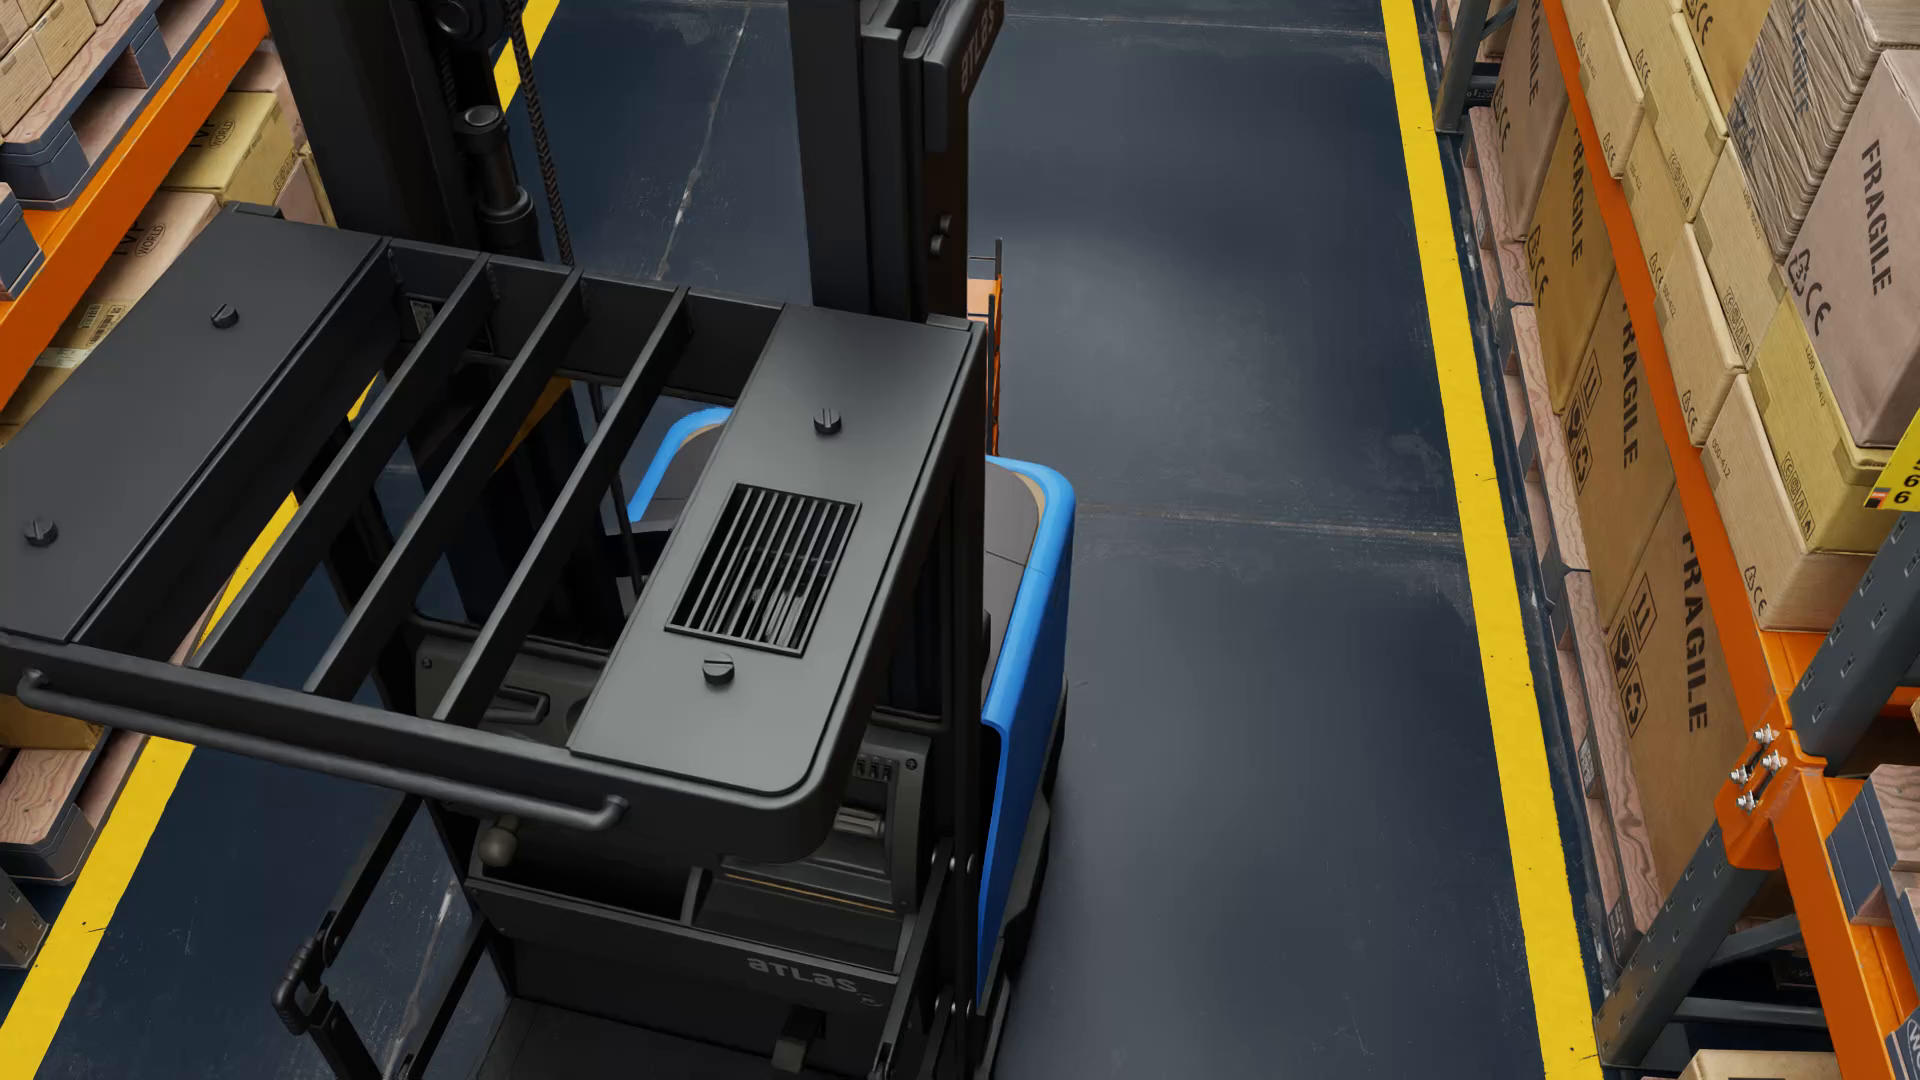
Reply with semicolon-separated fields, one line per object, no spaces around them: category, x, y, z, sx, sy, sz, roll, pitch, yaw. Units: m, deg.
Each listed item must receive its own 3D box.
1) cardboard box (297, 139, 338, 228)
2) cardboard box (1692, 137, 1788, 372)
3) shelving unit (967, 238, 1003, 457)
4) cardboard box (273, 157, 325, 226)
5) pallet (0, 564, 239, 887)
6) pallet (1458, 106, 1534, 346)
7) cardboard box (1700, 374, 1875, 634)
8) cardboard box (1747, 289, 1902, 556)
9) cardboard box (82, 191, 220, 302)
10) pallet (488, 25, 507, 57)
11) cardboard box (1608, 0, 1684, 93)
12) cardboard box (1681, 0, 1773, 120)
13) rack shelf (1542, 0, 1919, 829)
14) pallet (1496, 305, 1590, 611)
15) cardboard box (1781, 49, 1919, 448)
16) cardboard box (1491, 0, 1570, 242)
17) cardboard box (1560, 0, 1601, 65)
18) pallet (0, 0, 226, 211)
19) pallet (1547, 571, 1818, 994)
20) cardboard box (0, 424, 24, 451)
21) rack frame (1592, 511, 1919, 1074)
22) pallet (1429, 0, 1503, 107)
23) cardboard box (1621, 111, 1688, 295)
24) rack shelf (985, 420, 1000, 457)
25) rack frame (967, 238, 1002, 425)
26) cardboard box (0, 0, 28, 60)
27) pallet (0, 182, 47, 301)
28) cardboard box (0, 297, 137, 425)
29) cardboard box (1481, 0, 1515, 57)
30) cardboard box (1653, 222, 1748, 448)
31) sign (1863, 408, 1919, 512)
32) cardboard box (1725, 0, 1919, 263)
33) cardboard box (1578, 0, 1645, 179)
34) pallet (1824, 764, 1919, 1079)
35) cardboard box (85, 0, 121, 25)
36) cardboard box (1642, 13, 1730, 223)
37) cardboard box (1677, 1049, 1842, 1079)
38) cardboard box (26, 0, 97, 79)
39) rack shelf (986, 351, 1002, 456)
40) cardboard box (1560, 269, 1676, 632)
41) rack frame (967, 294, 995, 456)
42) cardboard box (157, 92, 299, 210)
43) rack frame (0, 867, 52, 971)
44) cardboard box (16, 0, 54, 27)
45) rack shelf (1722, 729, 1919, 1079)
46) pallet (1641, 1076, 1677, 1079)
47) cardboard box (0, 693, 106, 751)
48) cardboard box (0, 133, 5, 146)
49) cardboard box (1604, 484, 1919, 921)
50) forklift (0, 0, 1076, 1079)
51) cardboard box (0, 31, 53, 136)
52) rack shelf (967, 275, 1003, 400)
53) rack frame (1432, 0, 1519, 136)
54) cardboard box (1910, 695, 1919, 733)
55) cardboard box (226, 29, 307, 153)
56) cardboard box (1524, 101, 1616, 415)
cardboard box;-2.368;-1.293;5.809;0.500;0.500;0.500;3;48;3
cardboard box;1.904;-0.602;3.531;0.500;0.250;0.500;3;48;3
shelving unit;0.005;-0.394;4.899;0.215;1.050;0.252;4;48;4
cardboard box;-2.419;-0.916;5.464;0.500;0.500;0.500;3;48;3
pallet;-2.796;0.374;4.765;1.003;0.211;1.213;4;48;4
pallet;2.439;-1.160;6.168;1.003;0.211;1.213;4;48;4
cardboard box;1.857;-0.073;3.385;0.500;0.250;0.500;2;48;2
cardboard box;1.861;-0.225;3.186;0.500;0.250;0.500;4;48;3
cardboard box;-2.461;-0.770;4.823;0.500;0.250;0.500;4;48;4
pallet;-2.478;-2.487;7.382;1.003;0.211;1.213;4;48;4
cardboard box;1.977;-1.362;4.225;0.500;0.250;0.500;3;48;2
cardboard box;1.947;-1.245;3.611;0.500;0.500;0.500;4;48;4
rack shelf;2.252;-0.961;4.584;1.077;0.370;4.000;4;48;4
pallet;2.331;-0.262;5.346;1.003;0.211;1.213;4;48;4
cardboard box;1.857;-0.503;2.932;0.500;0.500;0.500;3;48;2
cardboard box;2.458;-1.637;5.870;0.875;0.875;0.875;5;48;5
cardboard box;2.023;-1.562;4.747;0.500;0.250;0.500;4;48;3
pallet;-2.729;-1.386;4.615;1.003;0.211;1.213;4;48;4
pallet;2.217;0.633;4.528;1.003;0.211;1.213;4;48;4
cardboard box;-2.565;-0.035;4.150;0.500;0.250;0.500;2;48;2
rack frame;2.070;0.266;2.974;1.000;3.000;0.127;4;48;4
pallet;2.582;-2.286;7.198;1.003;0.211;1.213;4;48;4
cardboard box;1.950;-0.818;4.067;0.500;0.250;0.500;3;48;3
rack shelf;0.005;-0.199;5.111;0.215;0.259;0.240;4;48;4
rack frame;0.016;-0.483;4.981;0.200;1.050;0.008;4;48;4
cardboard box;-2.535;-1.256;4.050;0.380;0.149;0.250;4;48;4
pallet;-2.910;-0.459;3.767;1.213;0.211;1.003;4;48;4
cardboard box;-2.519;-0.407;4.491;0.500;0.250;0.500;3;48;3
cardboard box;2.599;-2.405;6.868;0.875;0.438;0.875;3;48;3
cardboard box;1.888;-0.449;3.730;0.500;0.250;0.500;5;48;4
sign;1.517;-0.160;2.579;0.100;0.325;0.005;4;48;4
cardboard box;1.895;-0.881;3.277;0.500;0.500;0.500;5;48;4
cardboard box;1.969;-1.195;4.412;0.500;0.250;0.500;3;48;3
pallet;2.111;0.861;2.559;1.213;0.211;1.003;4;48;4
cardboard box;-2.483;-1.531;4.503;0.380;0.149;0.250;2;48;2
cardboard box;1.930;-0.980;3.876;0.500;0.250;0.500;3;48;3
cardboard box;2.008;1.425;3.410;0.950;0.372;0.625;1;48;1
cardboard box;-2.508;-1.340;4.328;0.380;0.149;0.250;4;48;4
rack shelf;0.005;-0.387;4.906;0.215;0.259;0.240;4;48;4
cardboard box;2.301;-0.316;4.662;0.875;0.875;0.875;4;48;4
rack frame;-0.006;-0.304;4.817;0.200;1.050;0.008;4;48;4
cardboard box;-2.414;-1.153;5.173;0.500;0.250;0.500;2;48;2
rack frame;-2.869;0.007;3.211;1.000;3.000;0.127;4;48;4
cardboard box;-2.509;-1.438;4.217;0.380;0.149;0.250;3;48;3
rack shelf;1.888;1.978;1.895;1.077;0.370;4.000;4;48;4
pallet;1.997;1.781;3.478;1.003;0.211;1.213;4;48;4
cardboard box;-2.550;0.206;4.438;0.500;0.500;0.500;2;48;2
cardboard box;-2.555;-0.959;3.980;0.380;0.149;0.250;6;48;5
cardboard box;2.216;0.339;4.062;0.875;0.875;0.875;3;48;3
forklift;-0.564;0.536;2.773;1.130;2.935;3.031;10;48;9
cardboard box;-2.533;-1.155;4.159;0.380;0.149;0.250;5;48;5
rack shelf;0.005;-0.578;4.697;0.215;0.259;0.240;4;48;4
rack frame;2.434;-2.674;5.663;1.000;3.000;0.127;4;48;4
cardboard box;1.798;0.305;2.384;0.500;0.500;0.500;3;48;2
cardboard box;-2.380;-1.542;5.529;0.500;0.250;0.500;6;48;5
cardboard box;2.383;-0.973;5.262;0.875;0.875;0.875;5;48;5
